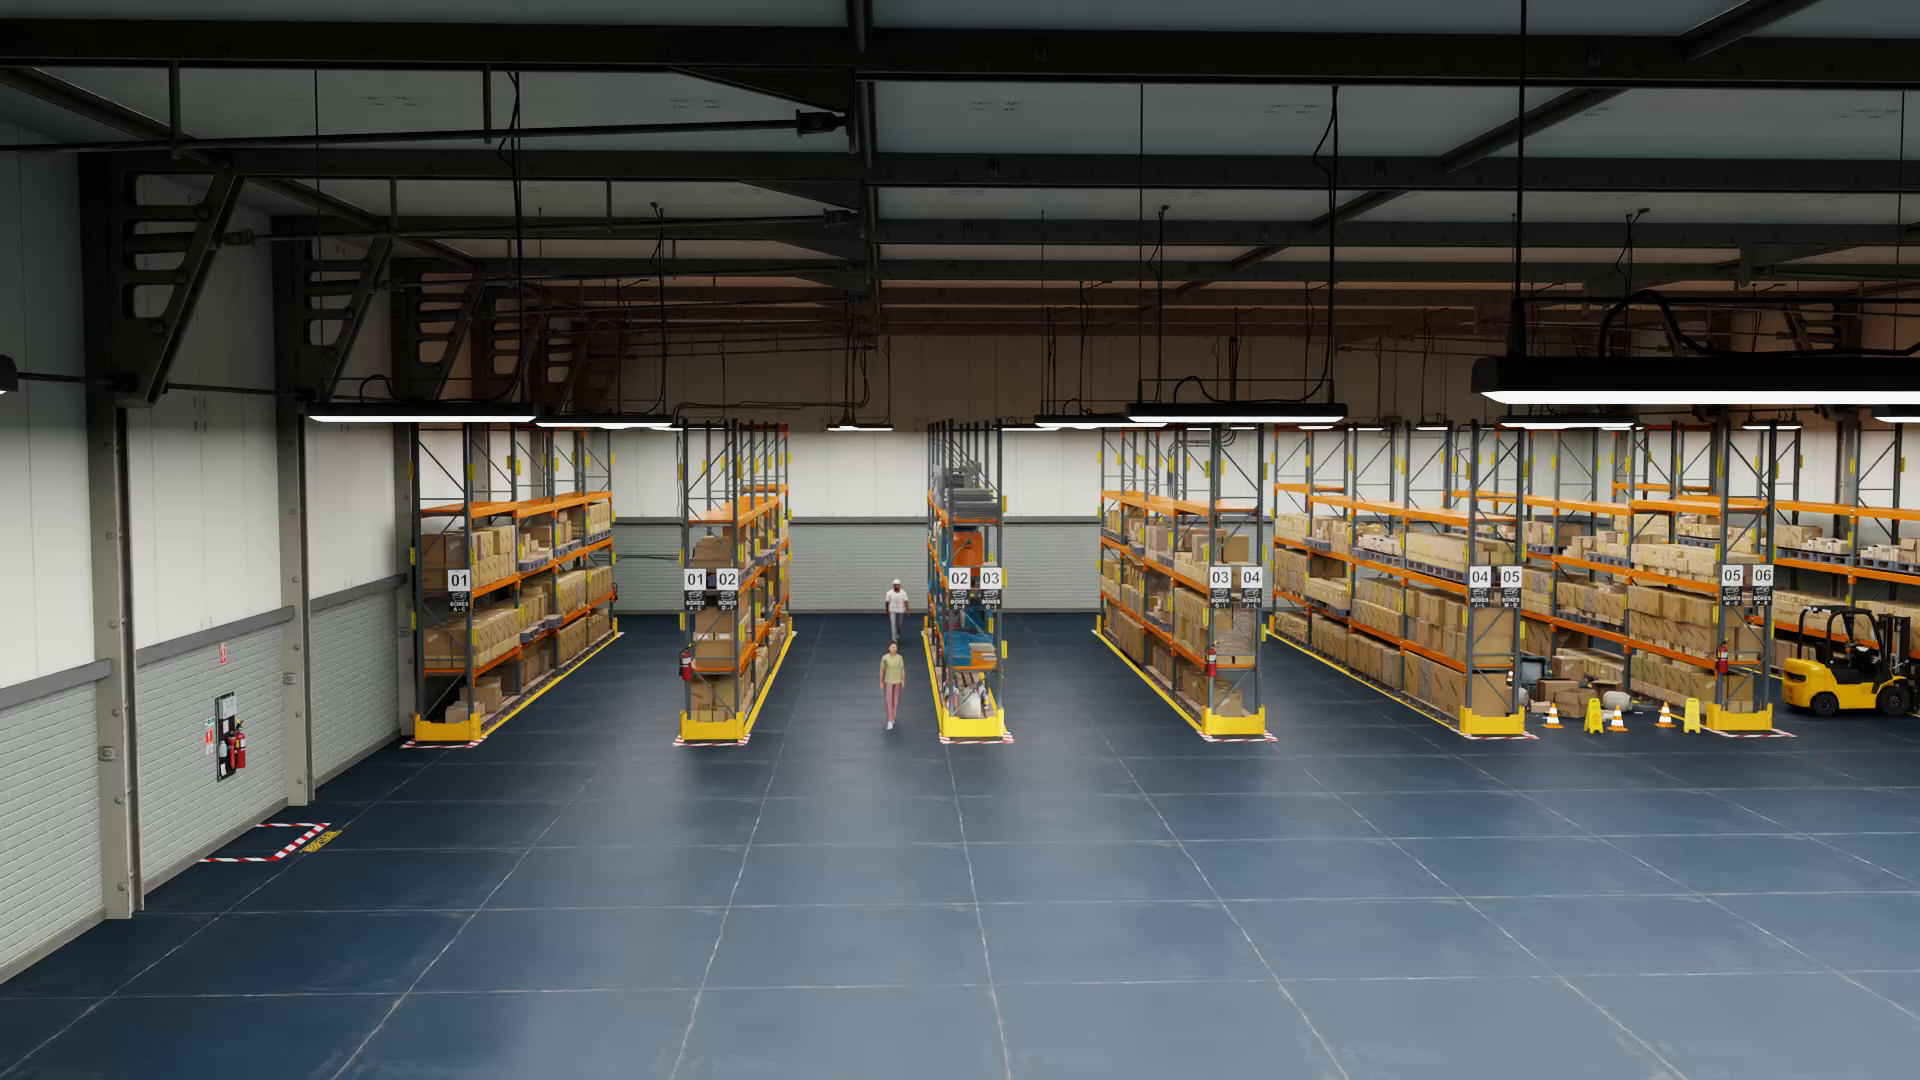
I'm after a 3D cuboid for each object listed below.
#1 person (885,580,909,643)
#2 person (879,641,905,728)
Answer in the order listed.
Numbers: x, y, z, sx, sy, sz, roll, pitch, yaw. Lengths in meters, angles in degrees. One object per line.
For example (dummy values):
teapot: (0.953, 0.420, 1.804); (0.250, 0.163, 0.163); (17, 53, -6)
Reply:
person: (-1.721, 1.940, 45.509); (0.629, 1.711, 1.081); (0, 4, -5)
person: (-1.295, 2.803, 32.475); (0.482, 1.646, 0.812); (-1, 4, -22)
